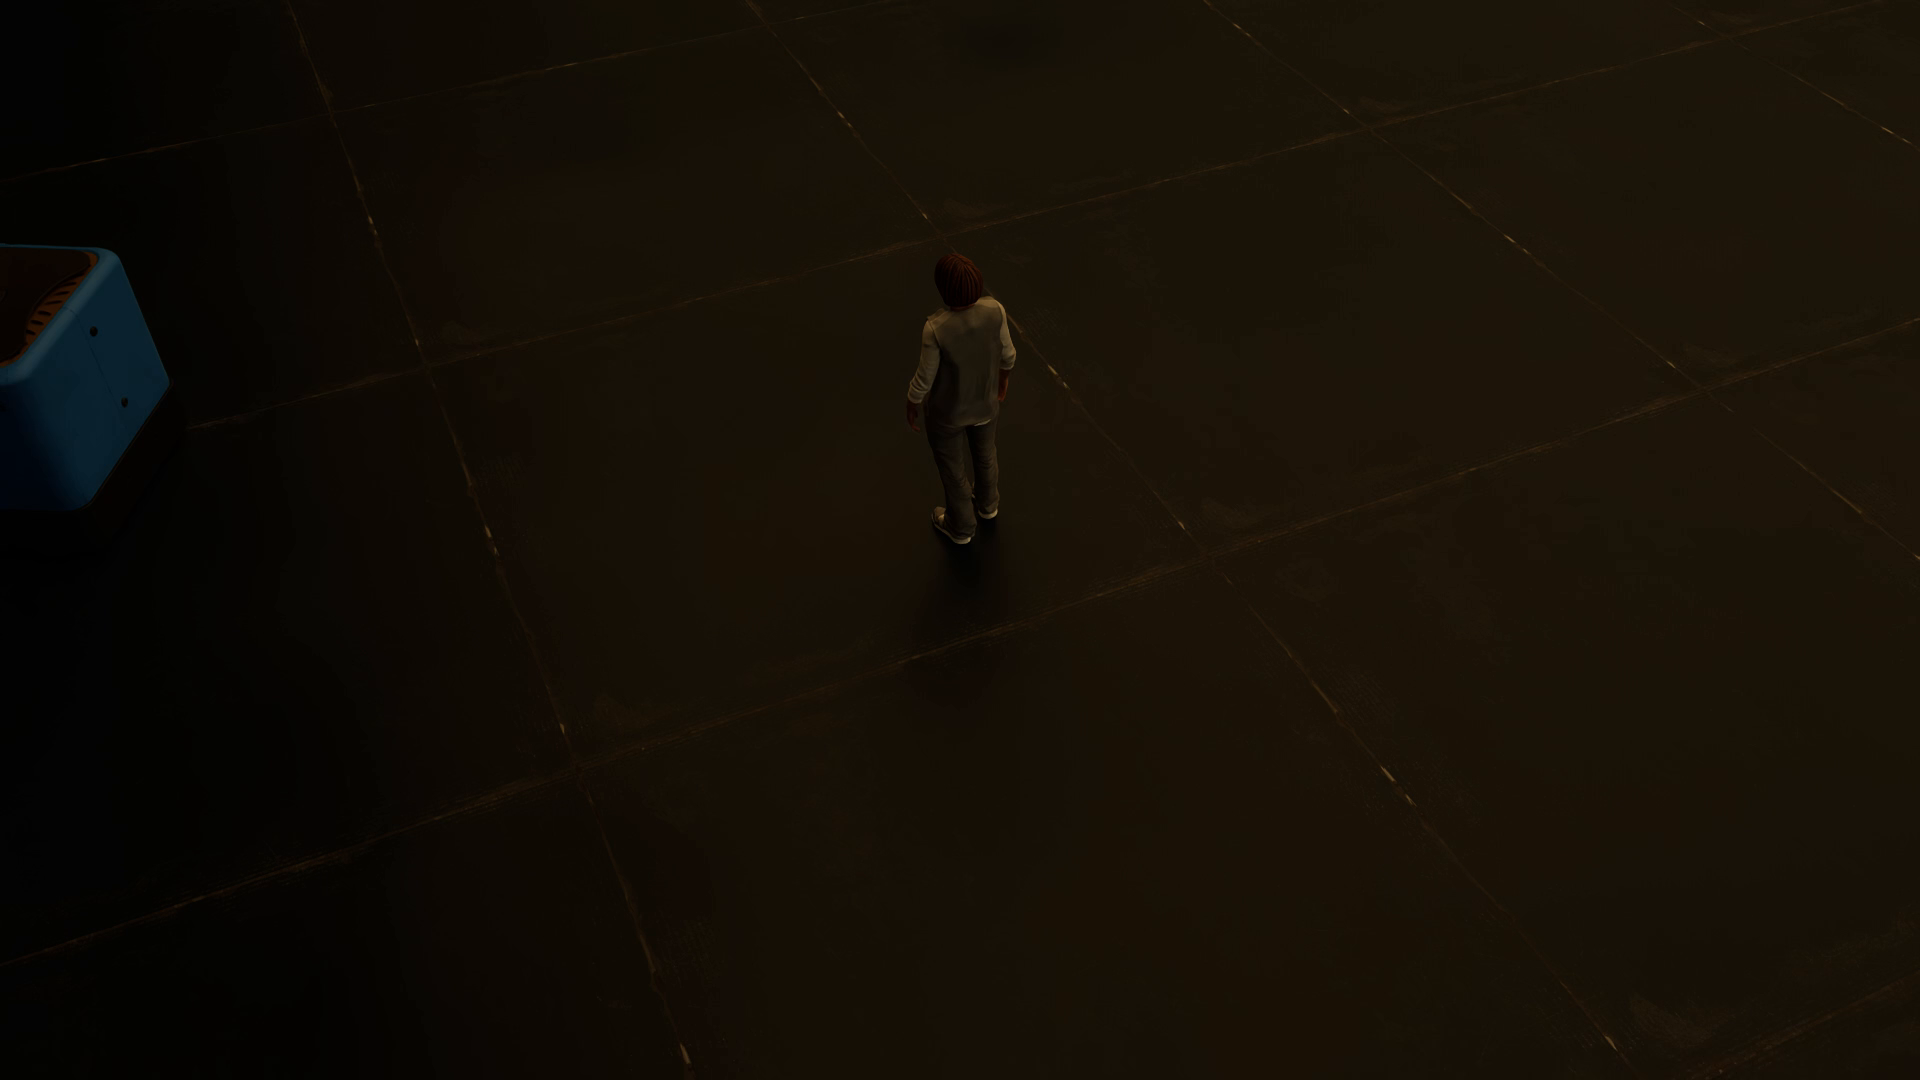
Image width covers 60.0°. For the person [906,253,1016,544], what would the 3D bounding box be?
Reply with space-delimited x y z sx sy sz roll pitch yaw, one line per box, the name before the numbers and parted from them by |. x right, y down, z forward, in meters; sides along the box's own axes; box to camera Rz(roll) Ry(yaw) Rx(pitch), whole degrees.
person | -0.018 -0.638 7.334 0.520 1.595 0.473 -18 46 -18

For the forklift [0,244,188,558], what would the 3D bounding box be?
forklift | -5.420 -1.387 7.166 3.031 2.935 1.130 3 43 3
